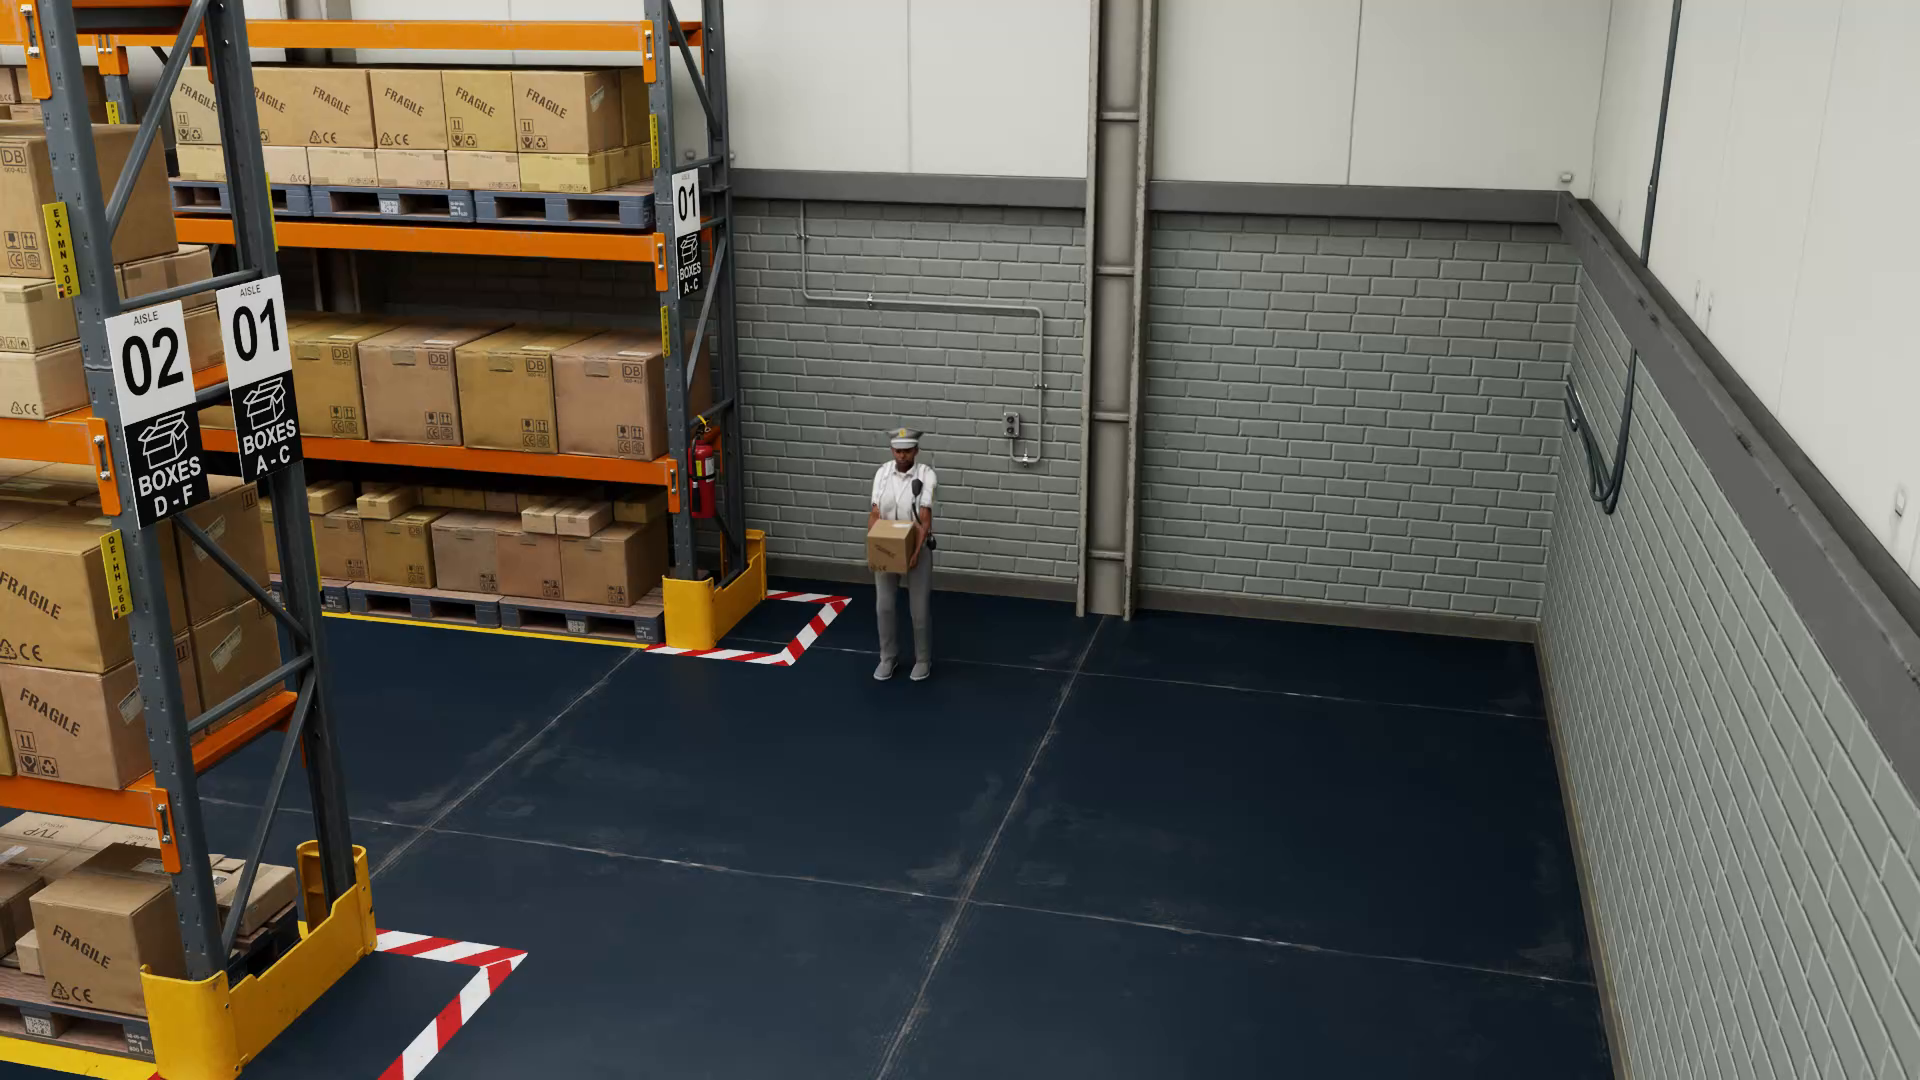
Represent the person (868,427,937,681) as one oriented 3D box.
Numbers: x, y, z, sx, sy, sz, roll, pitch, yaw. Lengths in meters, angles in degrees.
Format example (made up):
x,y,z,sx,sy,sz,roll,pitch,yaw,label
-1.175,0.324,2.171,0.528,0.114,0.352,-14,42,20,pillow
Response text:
x,y,z,sx,sy,sz,roll,pitch,yaw,label
-6.516,1.092,7.504,10.821,1.843,9.929,4,19,13,person
